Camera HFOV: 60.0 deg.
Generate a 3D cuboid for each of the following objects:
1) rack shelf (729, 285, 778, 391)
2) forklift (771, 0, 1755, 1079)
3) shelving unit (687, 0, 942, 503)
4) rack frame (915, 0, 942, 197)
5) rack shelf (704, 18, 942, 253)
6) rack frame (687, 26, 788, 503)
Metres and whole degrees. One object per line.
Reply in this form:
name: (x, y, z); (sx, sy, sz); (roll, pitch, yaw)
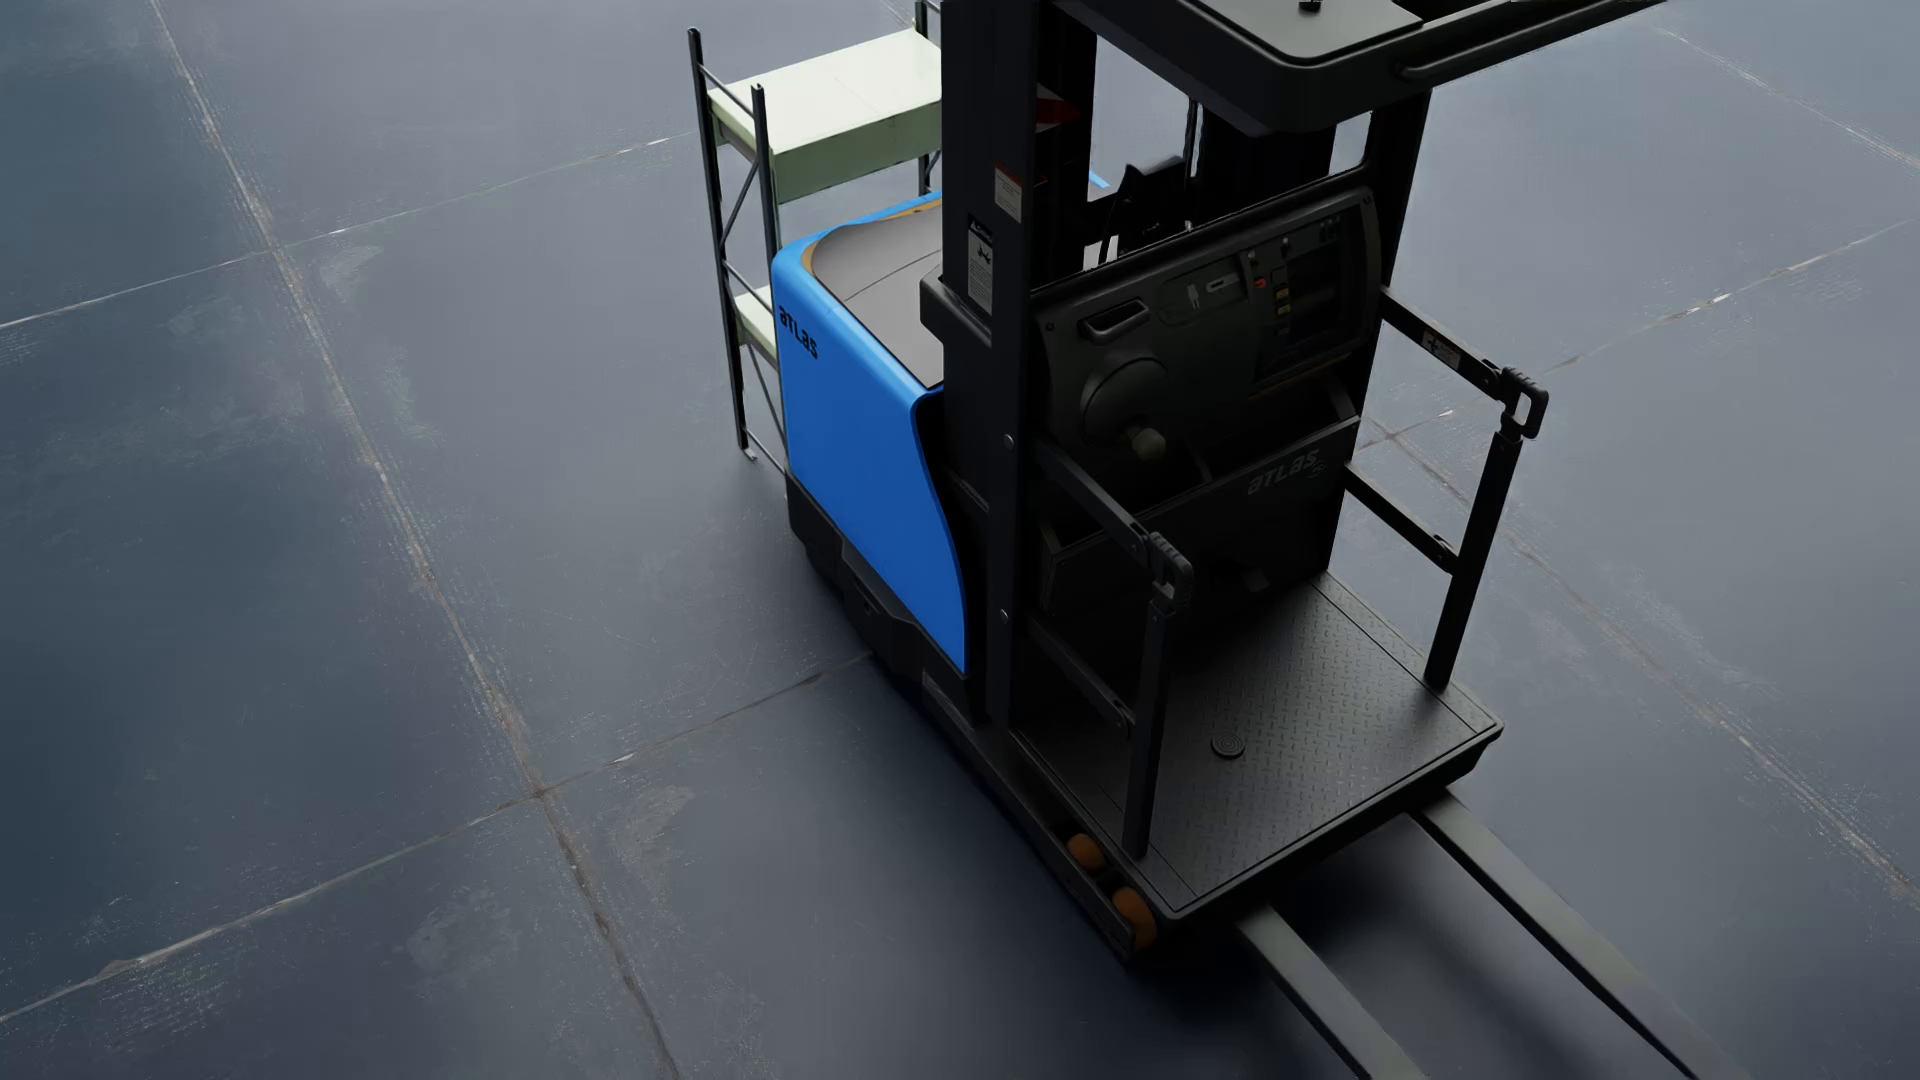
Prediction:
rack shelf: (-0.320, -0.651, 5.312); (0.720, 0.370, 0.431); (-25, 49, -23)
forklift: (0.687, -0.396, 3.554); (1.130, 2.935, 3.031); (-24, 49, -23)
shelving unit: (-0.320, -0.884, 5.084); (0.755, 1.500, 0.431); (-25, 49, -23)
rack frame: (-0.014, -1.025, 5.229); (0.023, 1.500, 0.400); (-25, 49, -23)
rack shelf: (-0.320, -1.165, 4.813); (0.720, 0.370, 0.431); (-25, 49, -23)
rack frame: (-0.626, -0.744, 4.940); (0.023, 1.500, 0.400); (-25, 49, -23)
